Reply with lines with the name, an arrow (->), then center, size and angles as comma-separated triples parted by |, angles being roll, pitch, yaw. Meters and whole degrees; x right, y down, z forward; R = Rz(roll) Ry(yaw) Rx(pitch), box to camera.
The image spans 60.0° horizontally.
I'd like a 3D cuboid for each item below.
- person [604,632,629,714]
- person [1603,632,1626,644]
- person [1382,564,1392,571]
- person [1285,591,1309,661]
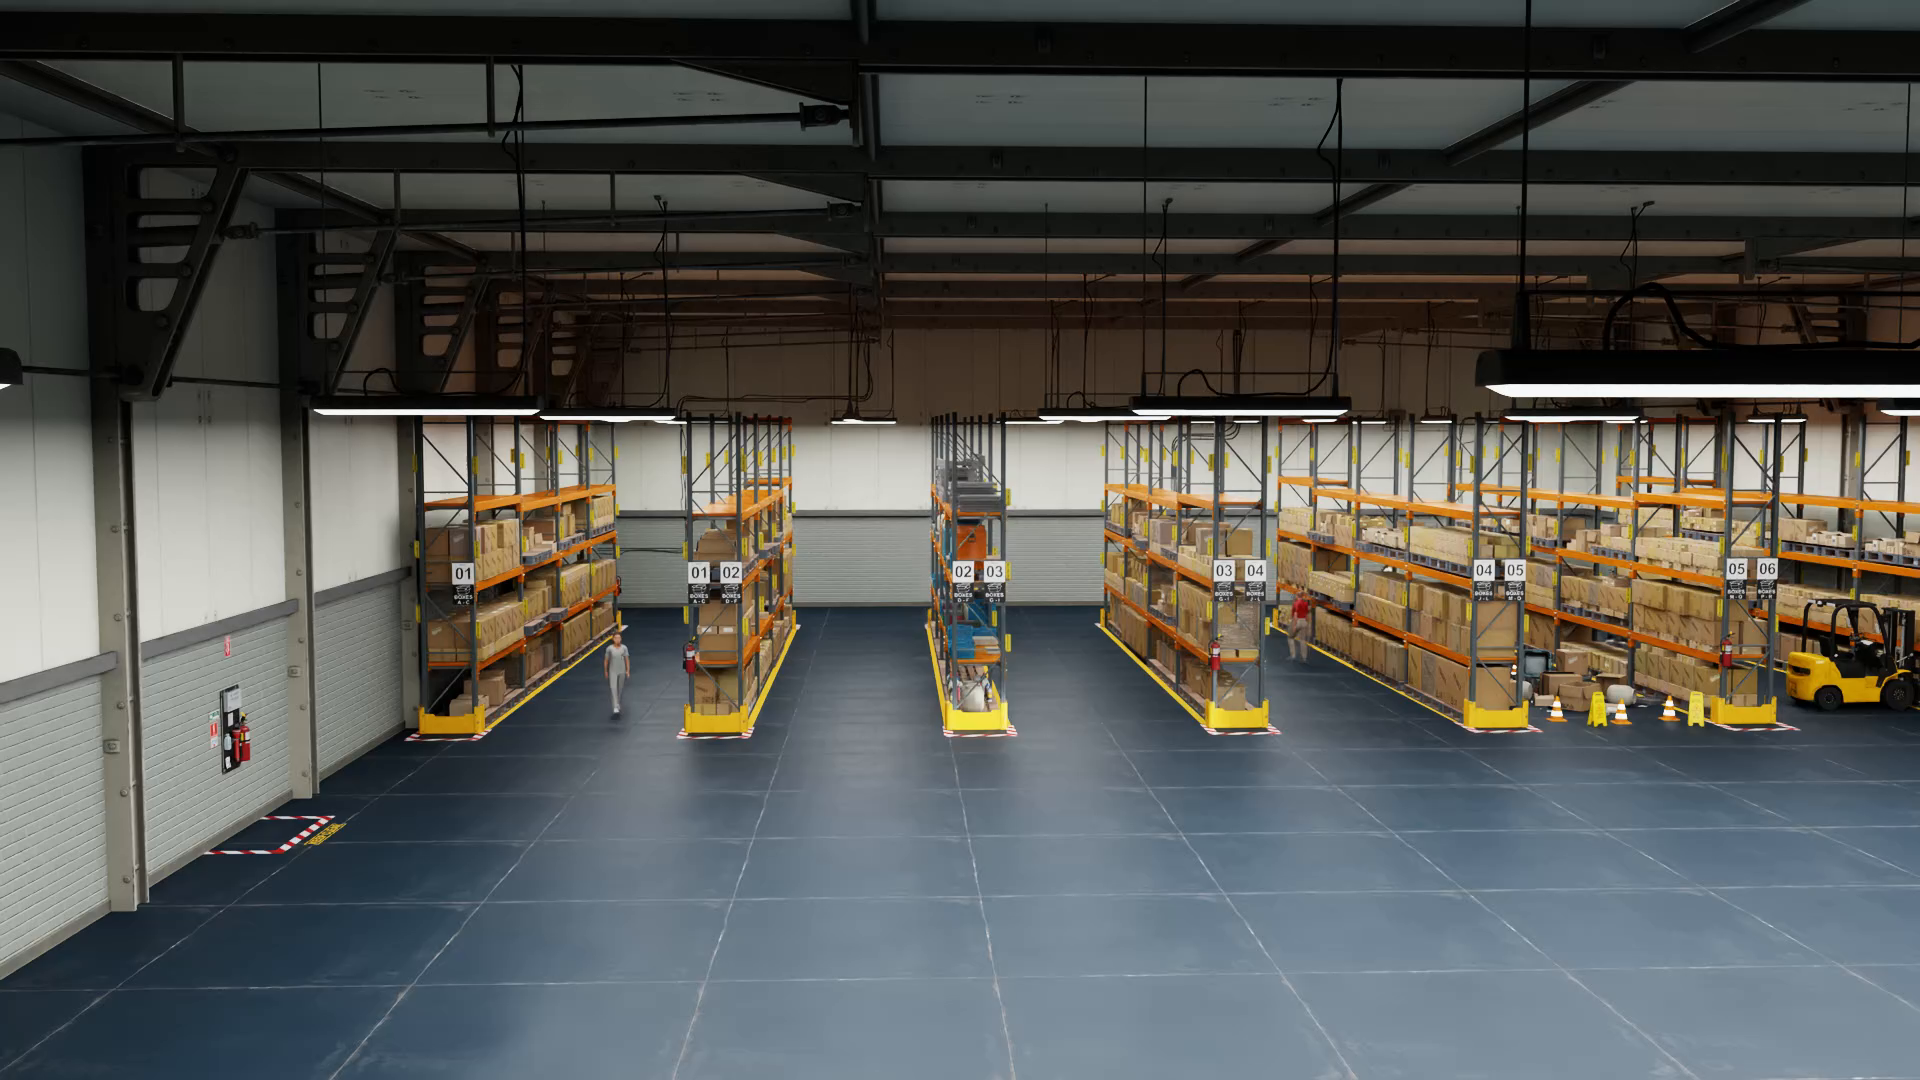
person -> -6.811, 2.635, 33.099 | 0.486, 1.612, 1.042 | -2, 5, -31
person -> 17.314, 1.954, 43.747 | 0.409, 1.590, 0.626 | -2, 4, -22
person -> 13.223, 1.402, 51.368 | 0.877, 1.625, 0.477 | -2, 4, -30
person -> 8.297, 2.118, 40.537 | 0.534, 1.746, 0.597 | -1, 4, -15
